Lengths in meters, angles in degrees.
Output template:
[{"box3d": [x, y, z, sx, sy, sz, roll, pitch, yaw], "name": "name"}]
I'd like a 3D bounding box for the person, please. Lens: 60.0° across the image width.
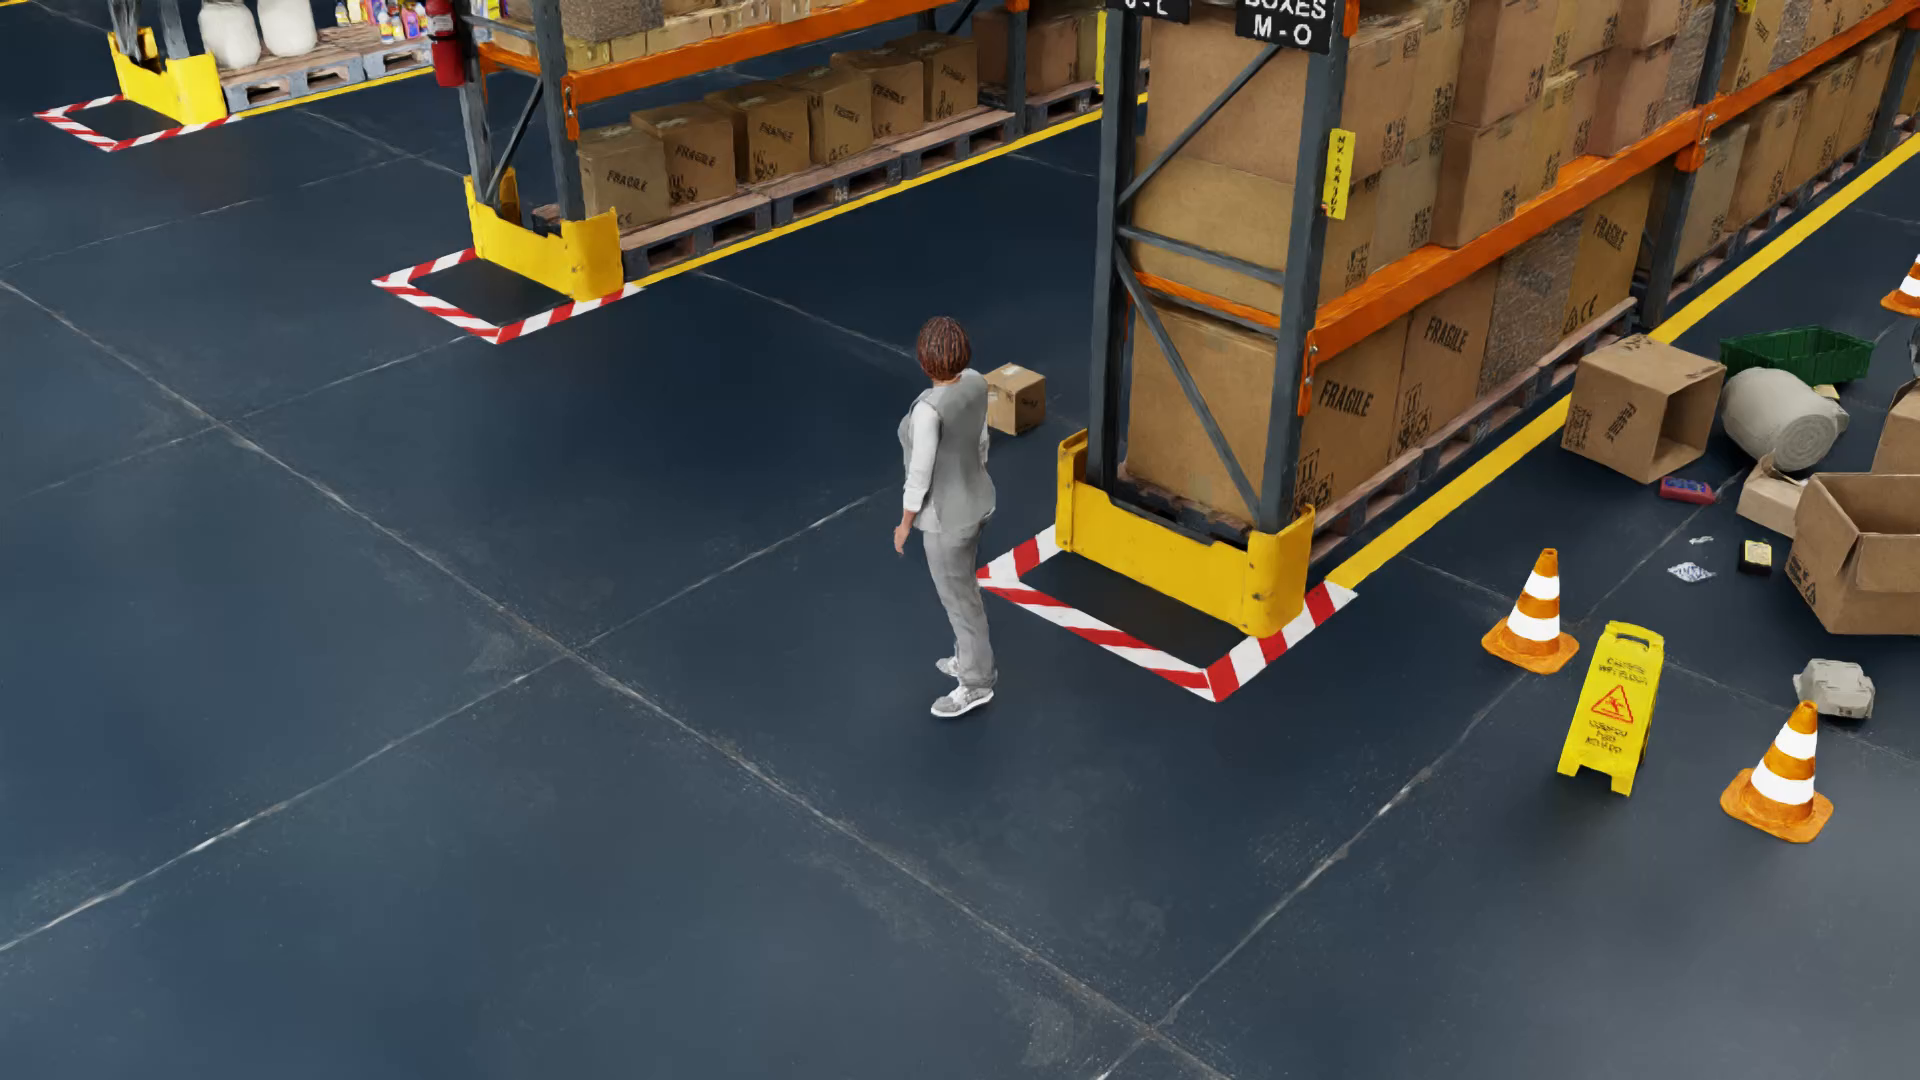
[{"box3d": [-0.023, -0.068, 6.263, 0.384, 1.641, 0.434, 15, 35, 23], "name": "person"}]
